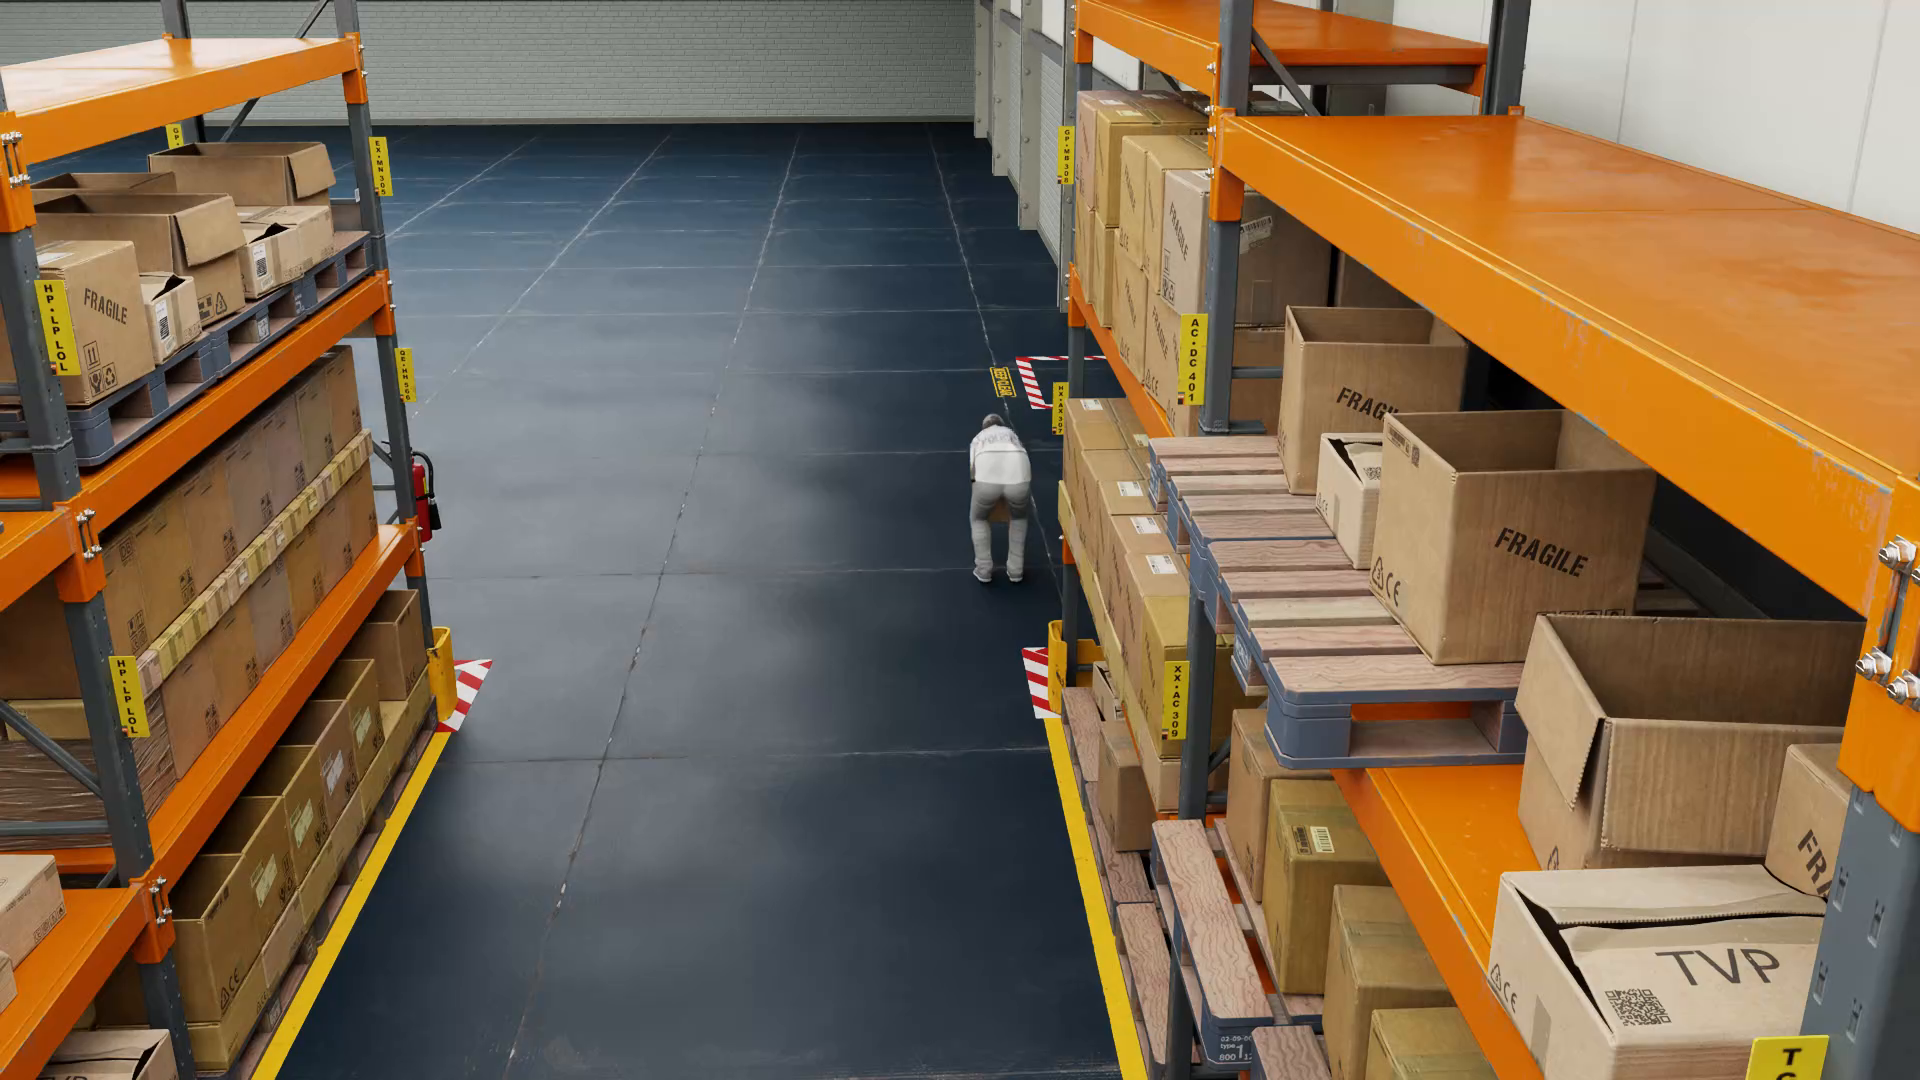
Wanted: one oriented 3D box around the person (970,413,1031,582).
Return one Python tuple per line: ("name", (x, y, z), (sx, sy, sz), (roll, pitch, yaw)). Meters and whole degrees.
("person", (0.281, -0.304, 12.625), (0.459, 1.152, 0.935), (-2, 21, -5))
